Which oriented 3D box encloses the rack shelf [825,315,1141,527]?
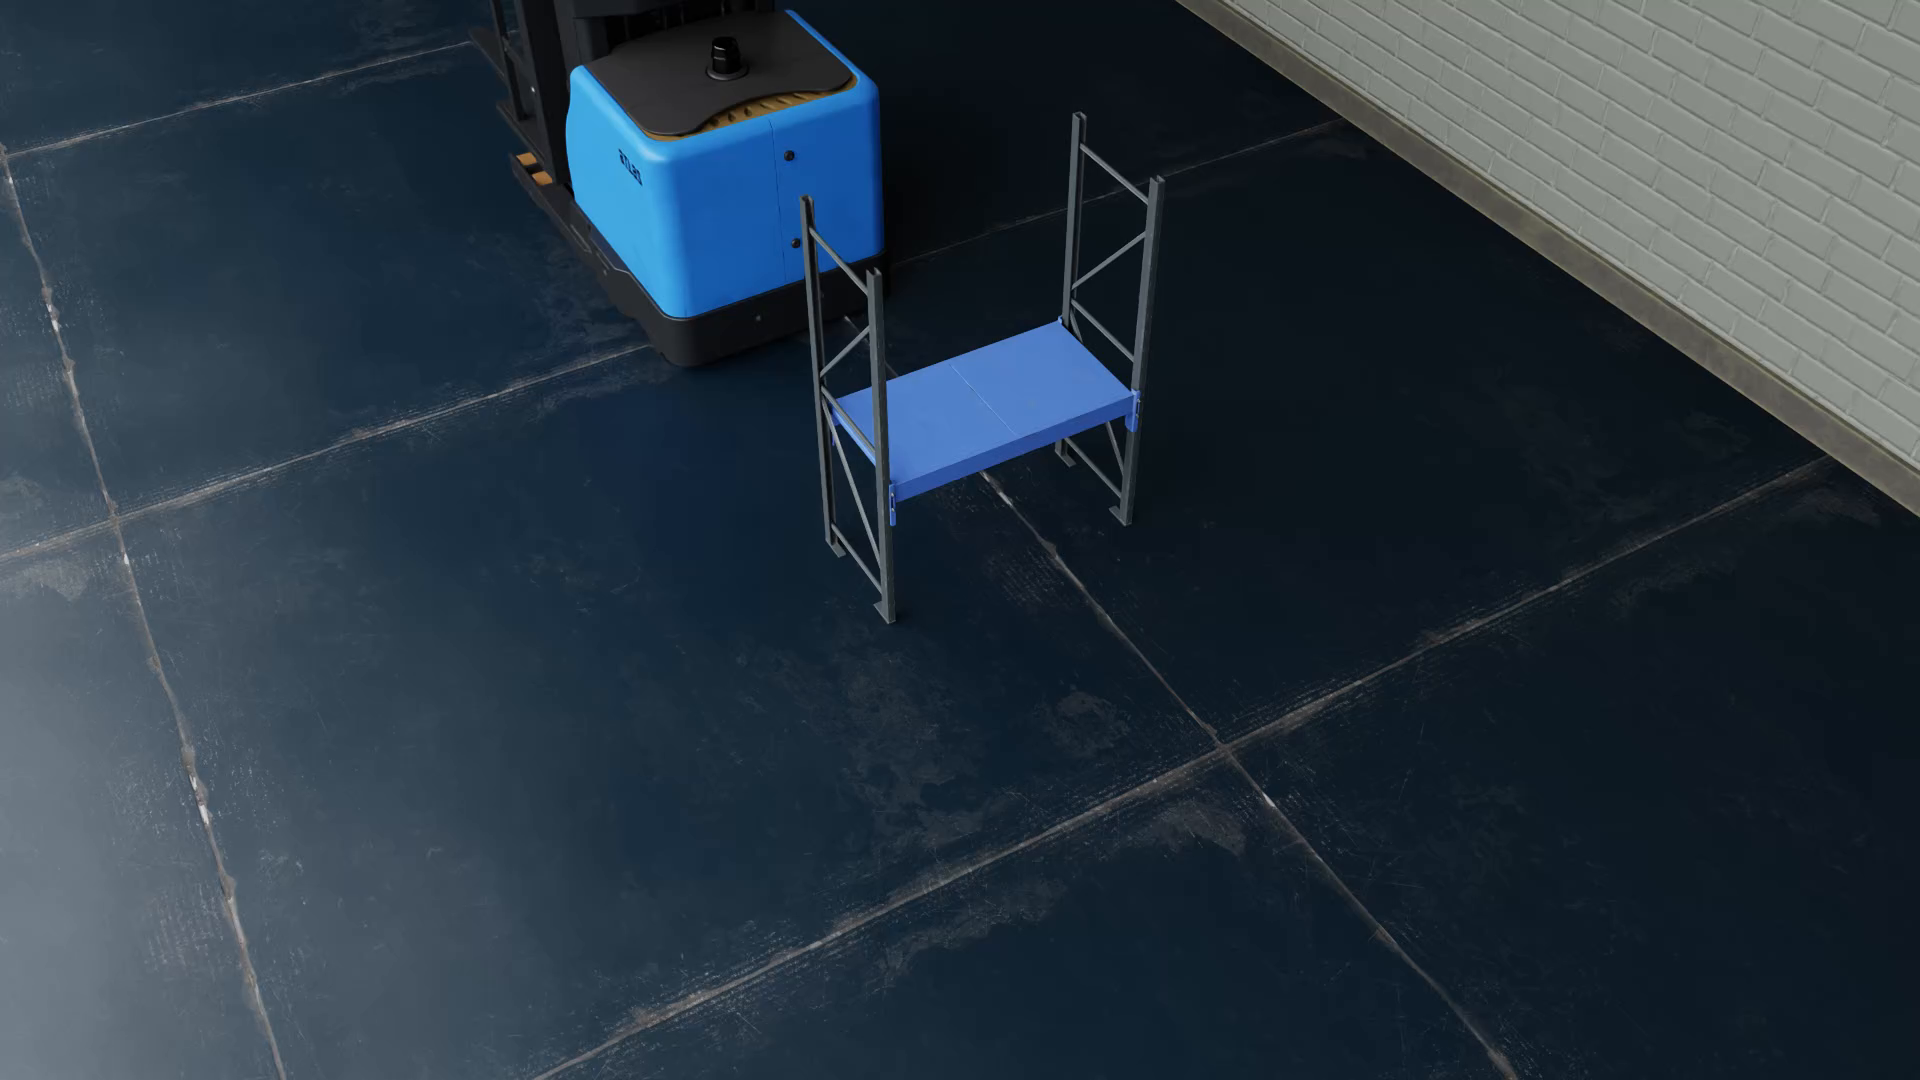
[{"bbox_3d":[0.074,-0.439,5.883,1.000,0.185,0.538,-22,48,-21],"label":"rack shelf"}]

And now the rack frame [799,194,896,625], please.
[{"bbox_3d":[-0.367,-0.391,5.576,0.032,1.500,0.500,-22,48,-21],"label":"rack frame"}]

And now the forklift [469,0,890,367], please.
[{"bbox_3d":[-1.496,-2.780,7.010,1.130,2.935,3.031,-23,49,-22],"label":"forklift"}]

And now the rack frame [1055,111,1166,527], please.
[{"bbox_3d":[0.515,-0.744,5.940,0.032,1.500,0.500,-22,48,-21],"label":"rack frame"}]

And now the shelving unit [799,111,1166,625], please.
[{"bbox_3d":[0.074,-0.568,5.758,1.048,1.500,0.538,-22,48,-21],"label":"shelving unit"}]
